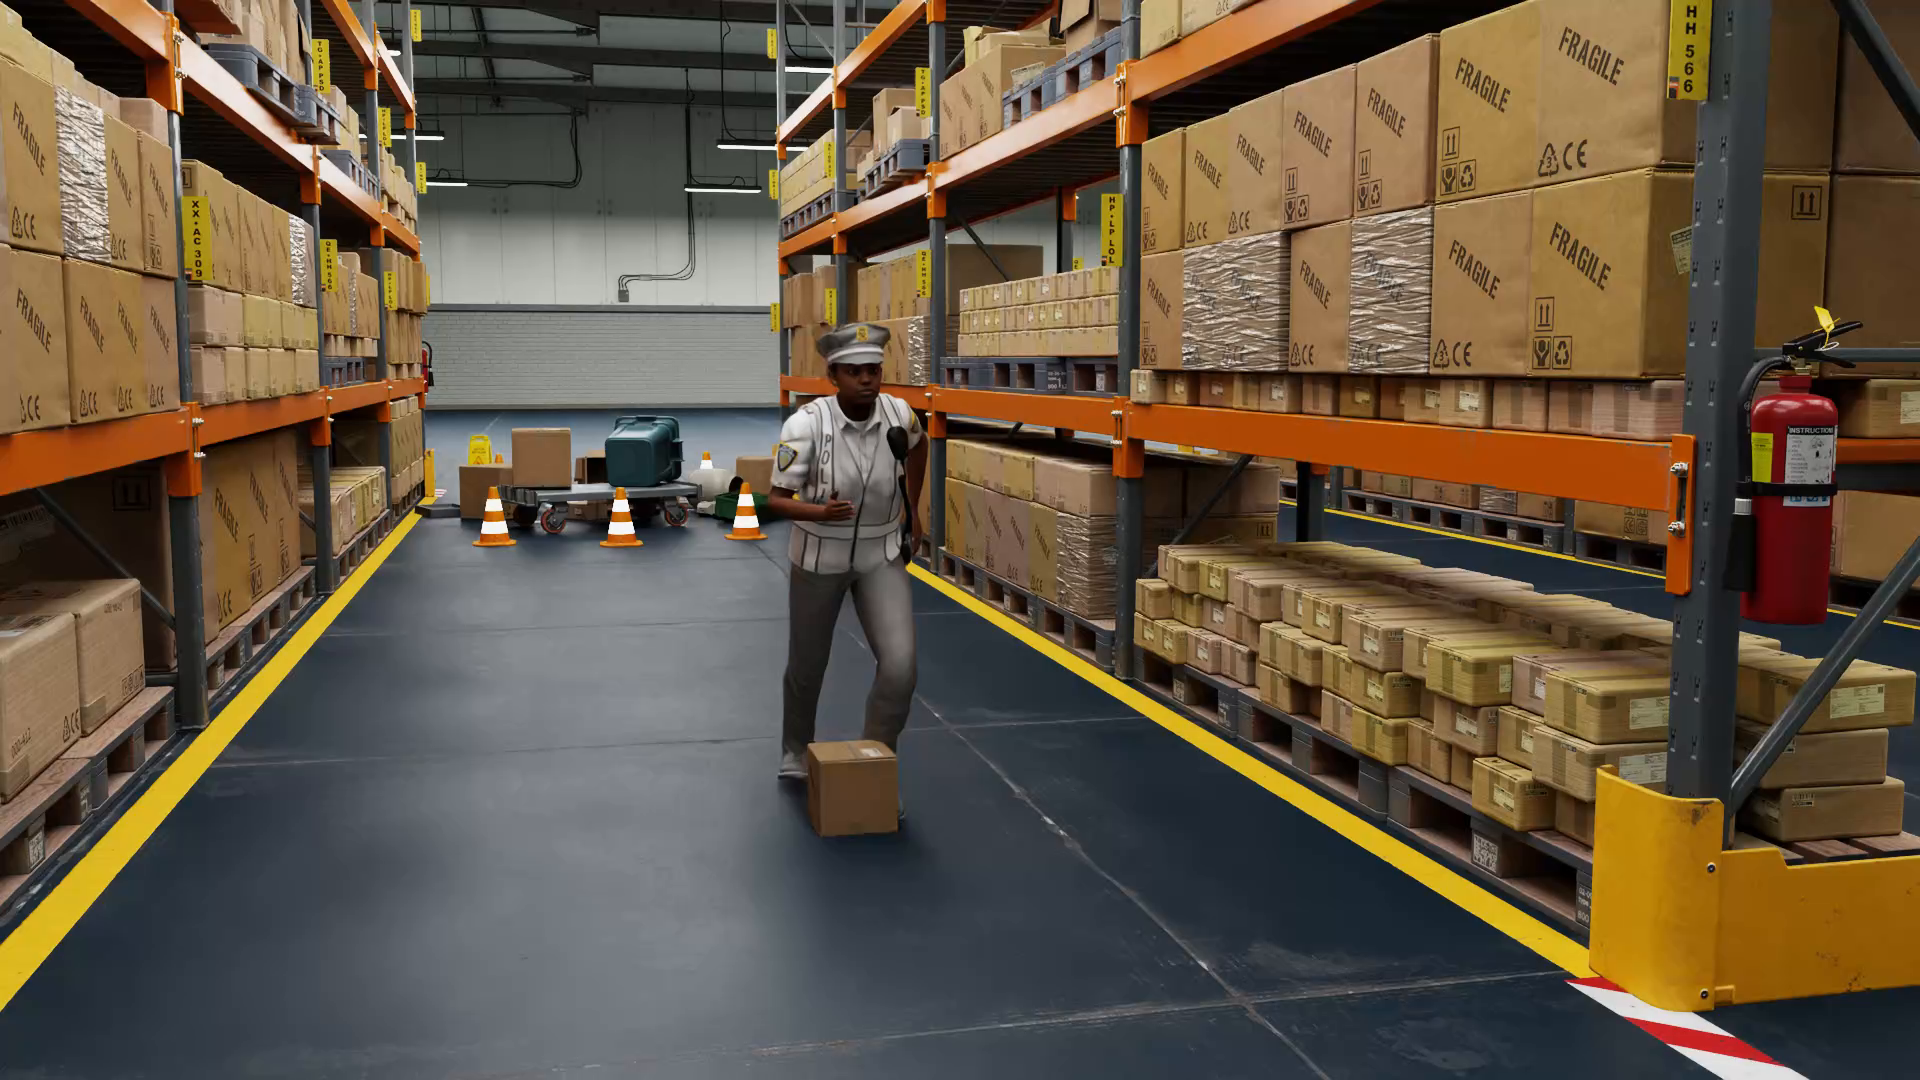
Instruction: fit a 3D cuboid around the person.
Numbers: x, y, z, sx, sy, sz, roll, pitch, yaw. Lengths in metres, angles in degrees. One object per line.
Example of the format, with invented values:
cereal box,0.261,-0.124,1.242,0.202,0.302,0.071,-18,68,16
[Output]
person,-0.363,0.096,5.527,0.570,1.615,0.923,-1,6,-11
